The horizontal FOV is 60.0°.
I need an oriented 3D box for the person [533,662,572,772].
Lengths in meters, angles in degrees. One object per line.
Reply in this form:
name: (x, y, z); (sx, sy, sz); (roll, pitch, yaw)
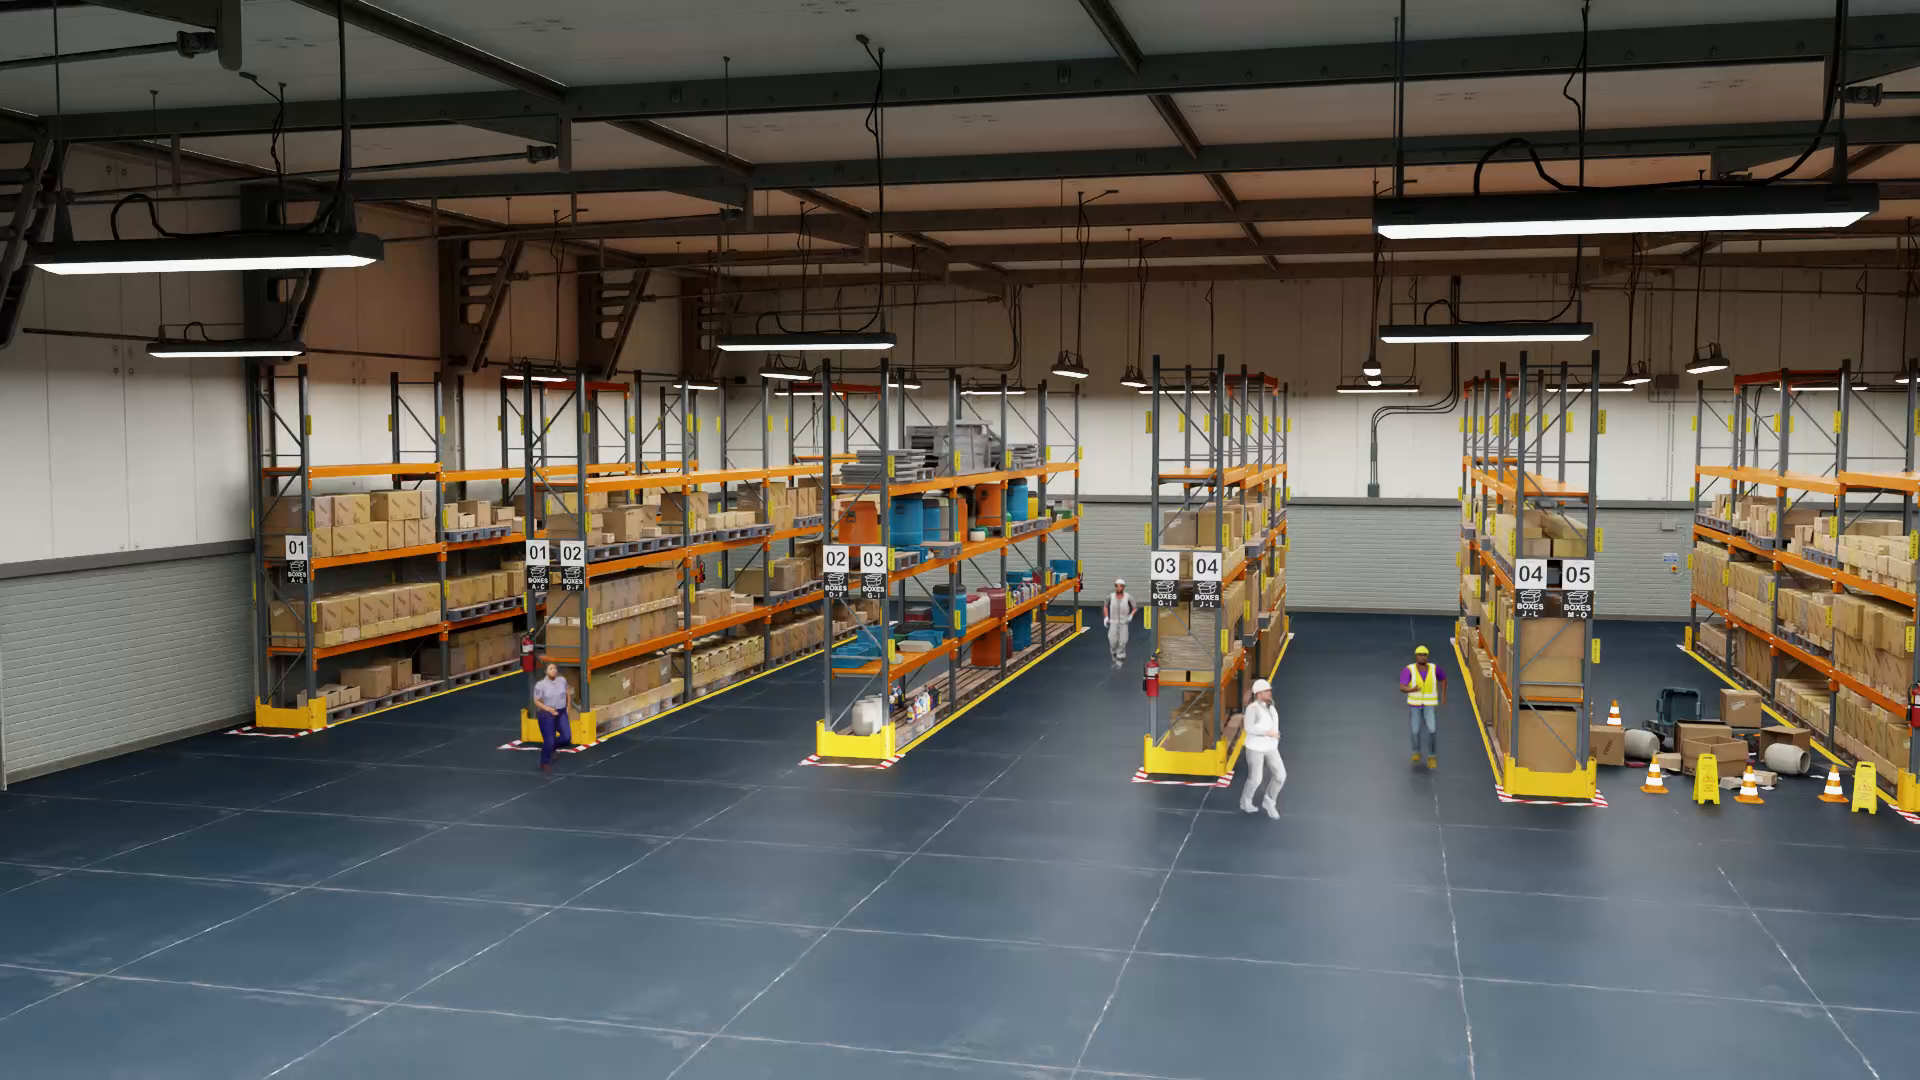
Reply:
person: (-5.848, 2.644, 24.019); (0.633, 1.429, 0.612); (-3, 5, -38)

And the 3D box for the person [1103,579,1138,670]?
person: (3.071, 1.633, 31.945); (0.668, 1.768, 0.551); (1, 4, 9)

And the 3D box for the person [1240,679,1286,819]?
person: (3.852, 2.676, 21.172); (0.642, 1.809, 0.735); (-3, 5, -36)

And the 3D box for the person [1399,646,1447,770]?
person: (6.768, 2.452, 24.315); (0.684, 1.816, 0.731); (1, 4, 14)
